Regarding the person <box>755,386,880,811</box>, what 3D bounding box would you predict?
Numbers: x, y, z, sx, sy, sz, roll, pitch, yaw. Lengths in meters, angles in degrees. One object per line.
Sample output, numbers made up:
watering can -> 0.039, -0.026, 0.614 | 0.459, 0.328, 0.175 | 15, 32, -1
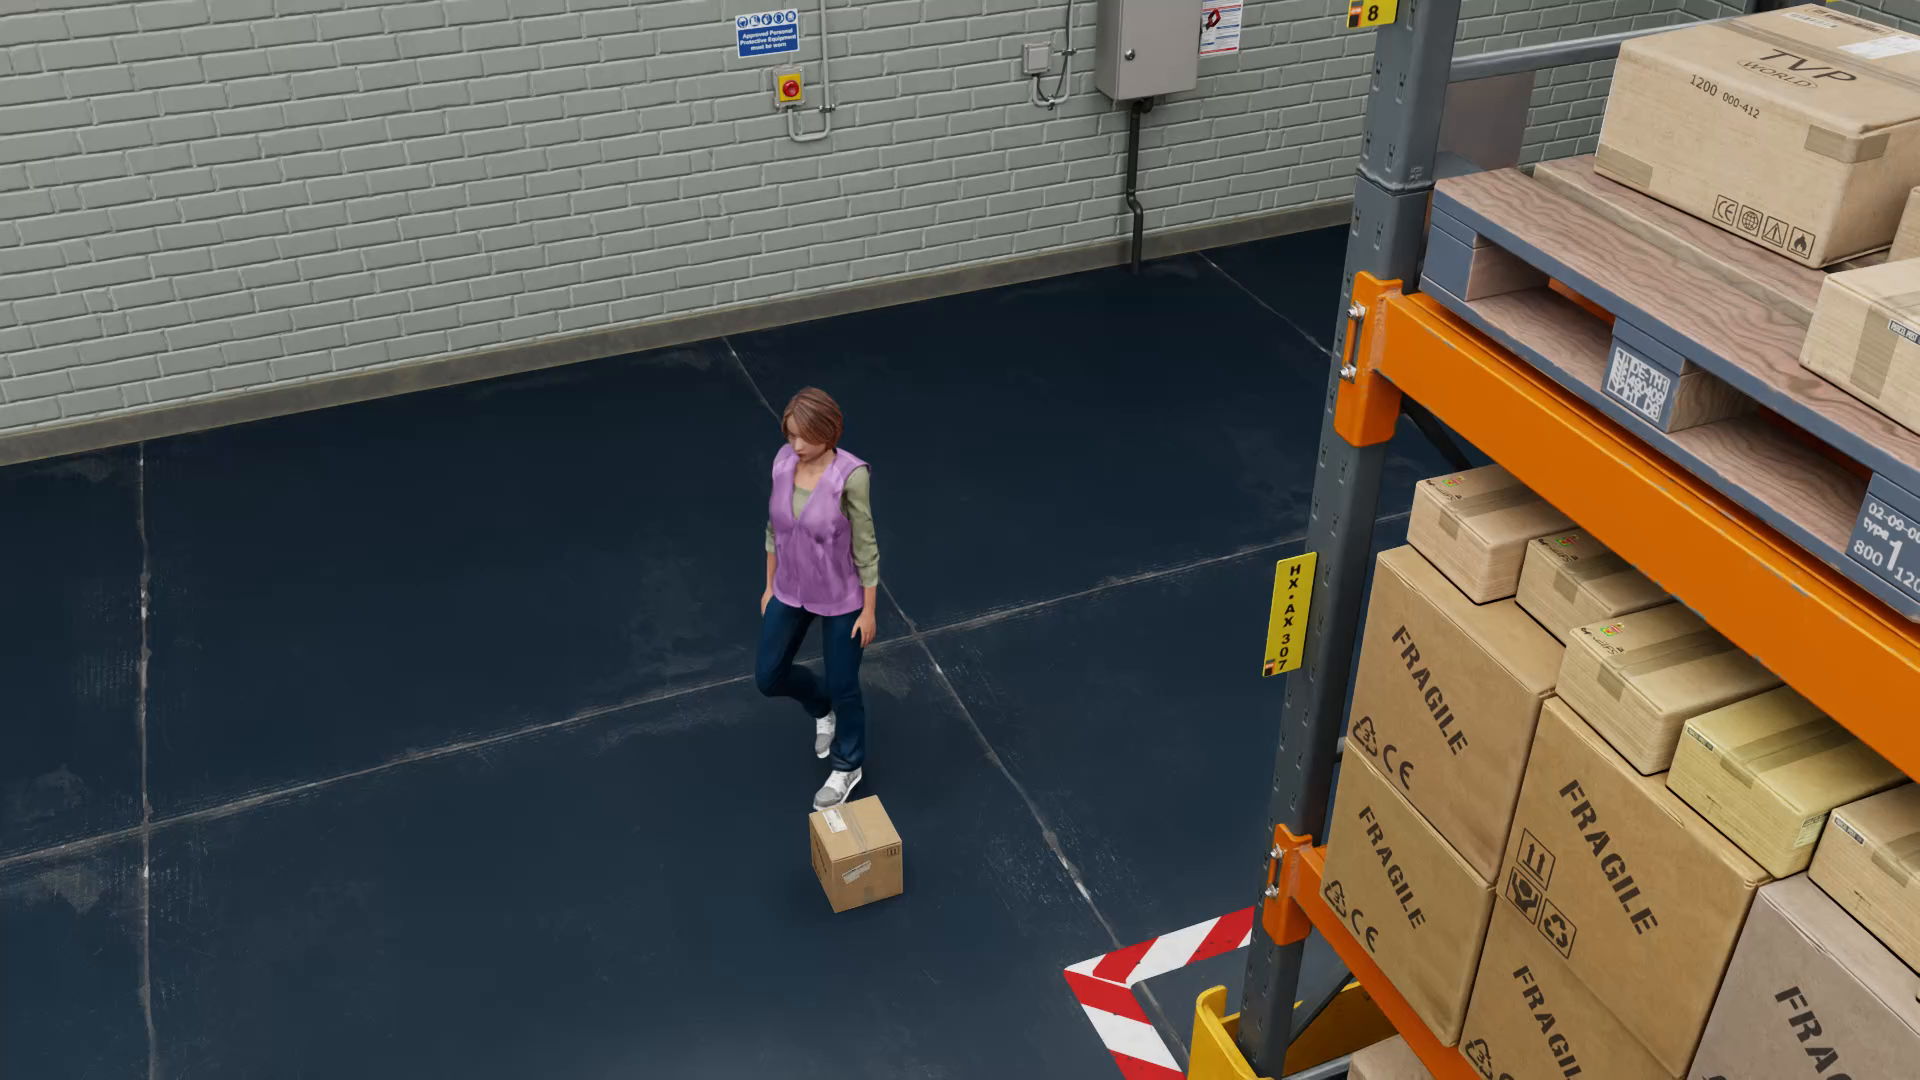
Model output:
person -> -0.494, 0.214, 5.825 | 0.453, 1.596, 0.445 | 14, 36, 20
